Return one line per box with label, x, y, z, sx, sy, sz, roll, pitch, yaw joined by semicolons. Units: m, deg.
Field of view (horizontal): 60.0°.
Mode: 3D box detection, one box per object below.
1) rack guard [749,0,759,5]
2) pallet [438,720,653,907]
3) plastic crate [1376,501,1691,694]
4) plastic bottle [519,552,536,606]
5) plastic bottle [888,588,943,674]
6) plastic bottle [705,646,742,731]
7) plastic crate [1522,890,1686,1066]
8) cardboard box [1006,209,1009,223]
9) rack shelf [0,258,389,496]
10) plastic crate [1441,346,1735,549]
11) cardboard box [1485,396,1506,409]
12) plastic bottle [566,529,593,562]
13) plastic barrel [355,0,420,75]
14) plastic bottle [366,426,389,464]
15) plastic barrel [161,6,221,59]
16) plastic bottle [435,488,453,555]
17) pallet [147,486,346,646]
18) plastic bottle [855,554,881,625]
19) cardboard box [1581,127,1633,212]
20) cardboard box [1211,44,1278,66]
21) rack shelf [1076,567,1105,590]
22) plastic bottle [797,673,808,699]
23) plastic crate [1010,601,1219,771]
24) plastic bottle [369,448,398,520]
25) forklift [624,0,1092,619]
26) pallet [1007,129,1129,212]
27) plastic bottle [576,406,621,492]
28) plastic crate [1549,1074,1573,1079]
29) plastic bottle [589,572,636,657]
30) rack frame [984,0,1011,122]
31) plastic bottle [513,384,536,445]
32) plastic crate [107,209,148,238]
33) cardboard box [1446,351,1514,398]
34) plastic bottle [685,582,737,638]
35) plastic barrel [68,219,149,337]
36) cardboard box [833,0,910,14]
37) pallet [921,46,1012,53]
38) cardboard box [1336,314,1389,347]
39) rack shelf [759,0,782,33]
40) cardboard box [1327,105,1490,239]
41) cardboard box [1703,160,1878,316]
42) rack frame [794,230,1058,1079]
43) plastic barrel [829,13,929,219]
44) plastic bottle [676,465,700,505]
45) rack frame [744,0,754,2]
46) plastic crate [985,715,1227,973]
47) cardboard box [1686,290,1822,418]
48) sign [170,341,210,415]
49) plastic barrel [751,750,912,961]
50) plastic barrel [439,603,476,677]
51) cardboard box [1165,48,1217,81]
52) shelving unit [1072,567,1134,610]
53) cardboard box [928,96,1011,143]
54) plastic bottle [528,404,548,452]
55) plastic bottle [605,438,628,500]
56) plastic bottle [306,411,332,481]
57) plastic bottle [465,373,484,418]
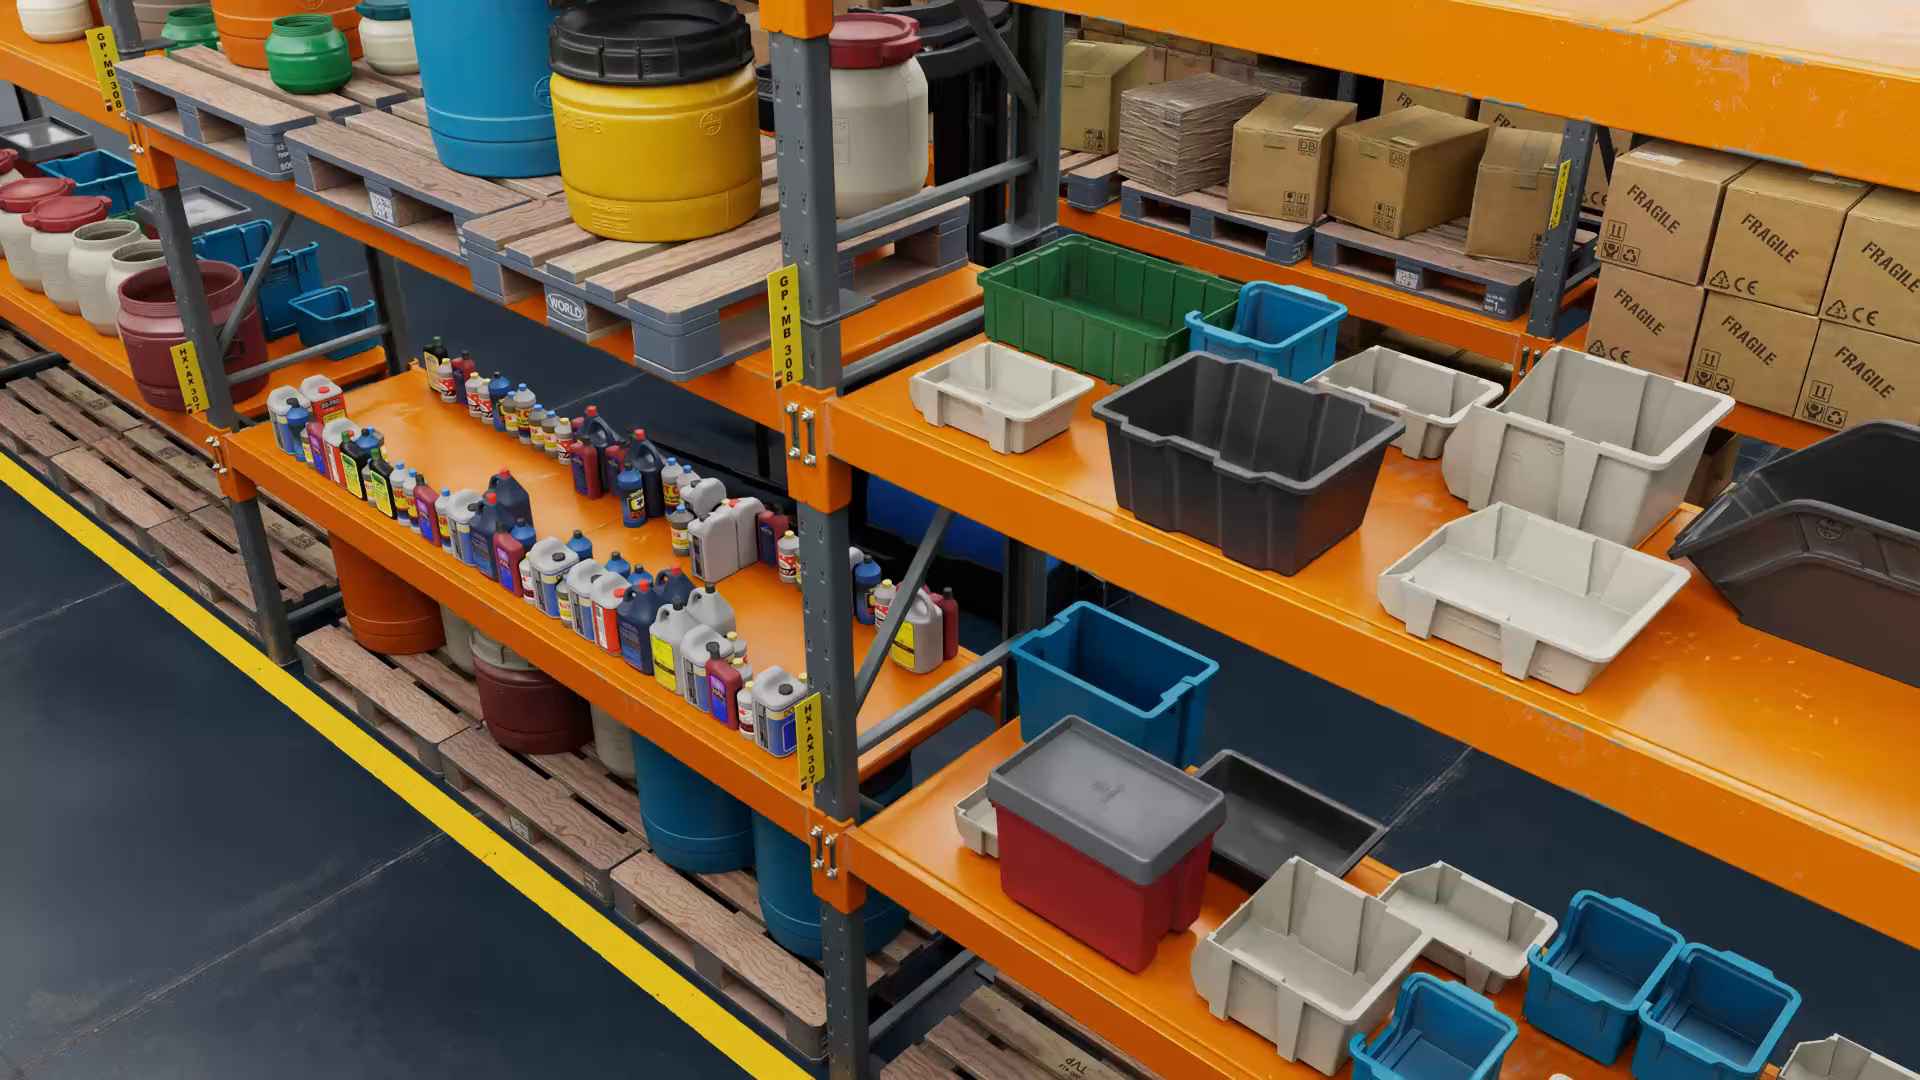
rack guard;-2.278;-6.320;19.264;0.348;0.500;1.175;25;39;35
pallet;-1.538;1.013;7.362;1.213;0.211;1.003;25;39;35
plastic crate;1.182;0.116;3.497;0.530;0.136;0.437;25;39;35
plastic bottle;-1.615;0.139;6.304;0.097;0.201;0.097;0;31;0
plastic bottle;-0.158;0.285;5.916;0.185;0.351;0.144;25;39;35
plastic bottle;-0.796;0.498;5.627;0.133;0.283;0.061;25;39;35
plastic crate;1.720;1.183;4.480;0.300;0.233;0.416;25;39;35
cardboard box;0.085;-2.289;11.859;0.500;0.311;0.500;27;40;37
rack shelf;-4.533;-1.244;9.106;4.000;0.370;1.077;25;39;35
plastic crate;1.445;-0.211;3.899;0.530;0.282;0.437;25;39;35
cardboard box;2.684;-0.548;9.249;0.500;0.500;0.500;25;39;35
plastic bottle;-1.441;0.084;6.326;0.097;0.271;0.097;0;31;0
plastic barrel;-2.157;-1.951;6.401;0.301;0.262;0.301;0;31;0
plastic bottle;-2.534;-0.396;7.192;0.097;0.201;0.097;0;31;0
plastic barrel;-3.268;-2.145;7.147;0.294;0.245;0.294;0;31;0
plastic bottle;-2.023;-0.082;6.602;0.097;0.271;0.097;0;31;0
pallet;-3.599;0.051;8.960;1.213;0.211;1.003;25;39;35
plastic bottle;-0.339;0.176;6.174;0.097;0.271;0.097;0;31;0
cardboard box;5.333;-3.005;13.011;0.750;0.750;0.750;26;40;36
cardboard box;2.648;-4.538;15.150;0.500;0.250;0.500;26;40;36
rack shelf;0.758;0.134;8.552;0.258;0.077;0.200;-25;44;-35
plastic bottle;-0.524;0.542;5.634;0.097;0.201;0.097;0;31;0
plastic crate;0.490;0.536;5.408;0.575;0.384;0.392;25;39;35
plastic bottle;-2.364;-0.233;6.842;0.133;0.283;0.061;25;39;35
forklift;-0.575;-1.431;8.785;3.031;2.935;1.130;20;36;29
pallet;0.826;-2.463;10.620;1.003;0.211;1.213;25;39;35
plastic bottle;-1.527;-0.396;7.047;0.185;0.351;0.144;25;39;35
plastic crate;1.495;1.494;4.057;0.250;0.136;0.298;25;39;35
plastic bottle;-1.239;0.263;6.025;0.135;0.276;0.152;25;39;35
rack frame;0.276;-2.753;10.915;0.127;3.000;1.000;25;39;35
plastic bottle;-1.931;-0.567;7.408;0.097;0.271;0.097;0;31;0
plastic crate;-4.536;-1.659;9.303;0.662;0.188;0.450;25;39;35
cardboard box;3.047;-0.747;9.580;0.500;0.500;0.500;23;38;33
plastic bottle;-0.889;0.297;5.896;0.185;0.351;0.144;25;39;35
plastic barrel;-4.269;-1.329;8.440;0.421;0.512;0.421;0;31;0
cardboard box;-0.948;-5.791;17.958;0.500;0.500;0.700;22;38;32
pallet;0.110;-5.058;17.446;1.213;0.211;1.003;25;39;35
cardboard box;2.305;-1.415;9.961;0.500;0.250;0.500;25;39;35
rack shelf;-1.568;-2.259;5.363;4.000;0.370;1.077;25;39;35
cardboard box;2.488;-2.055;9.251;0.700;0.500;0.500;-22;38;-32
cardboard box;3.785;-1.391;7.586;0.500;0.500;0.500;24;38;34
rack frame;-0.085;0.524;5.471;0.127;3.000;1.000;25;39;35
plastic barrel;-0.307;-1.277;5.016;0.433;0.535;0.433;0;31;0
plastic bottle;-1.098;-0.178;6.762;0.097;0.271;0.097;0;31;0
rack frame;-2.334;-7.418;18.663;0.127;3.000;1.000;25;39;35
plastic crate;0.409;0.876;4.767;0.583;0.464;0.402;25;39;35
cardboard box;3.819;-0.955;7.831;0.500;0.500;0.500;26;40;36
sign;-3.415;-0.718;7.375;0.005;0.325;0.100;25;39;35
plastic barrel;-0.477;1.048;6.228;0.708;0.901;0.600;25;39;35
plastic barrel;-2.198;0.349;7.766;0.421;0.512;0.421;0;31;0
cardboard box;2.337;-4.380;15.614;0.500;0.500;0.700;25;39;35
shelving unit;0.769;-0.041;8.431;0.258;0.900;0.210;-25;44;-35
cardboard box;0.036;-2.858;11.175;0.500;0.311;0.500;-27;40;-37
plastic bottle;-1.859;-0.503;7.370;0.097;0.201;0.097;0;31;0
plastic bottle;-1.422;-0.305;6.961;0.133;0.283;0.061;25;39;35
plastic bottle;-2.734;-0.406;7.129;0.133;0.283;0.061;25;39;35
plastic bottle;-2.220;-0.672;7.650;0.097;0.201;0.097;0;31;0
